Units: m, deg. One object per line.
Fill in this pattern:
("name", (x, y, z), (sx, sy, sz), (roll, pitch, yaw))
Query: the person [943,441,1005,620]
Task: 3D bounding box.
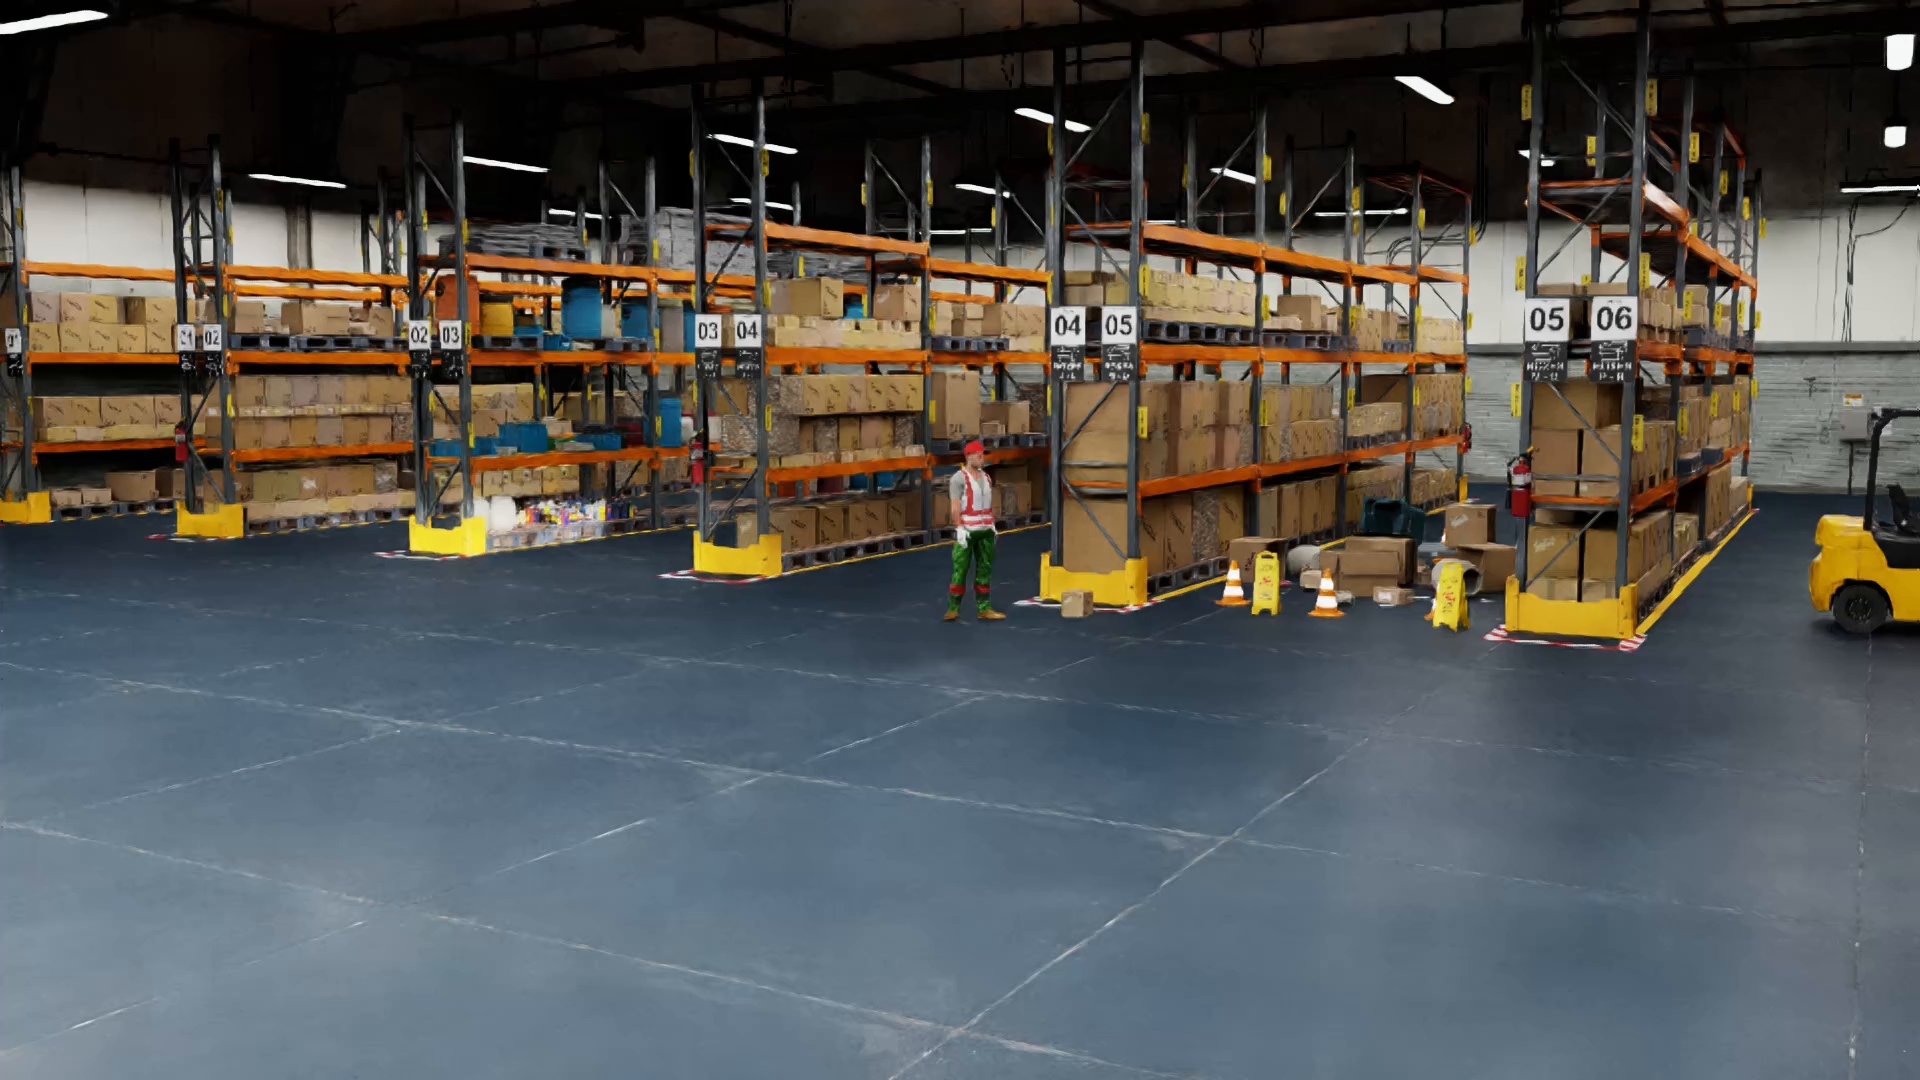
("person", (0.132, -0.092, 16.670), (0.677, 1.797, 0.402), (-4, 7, -36))
